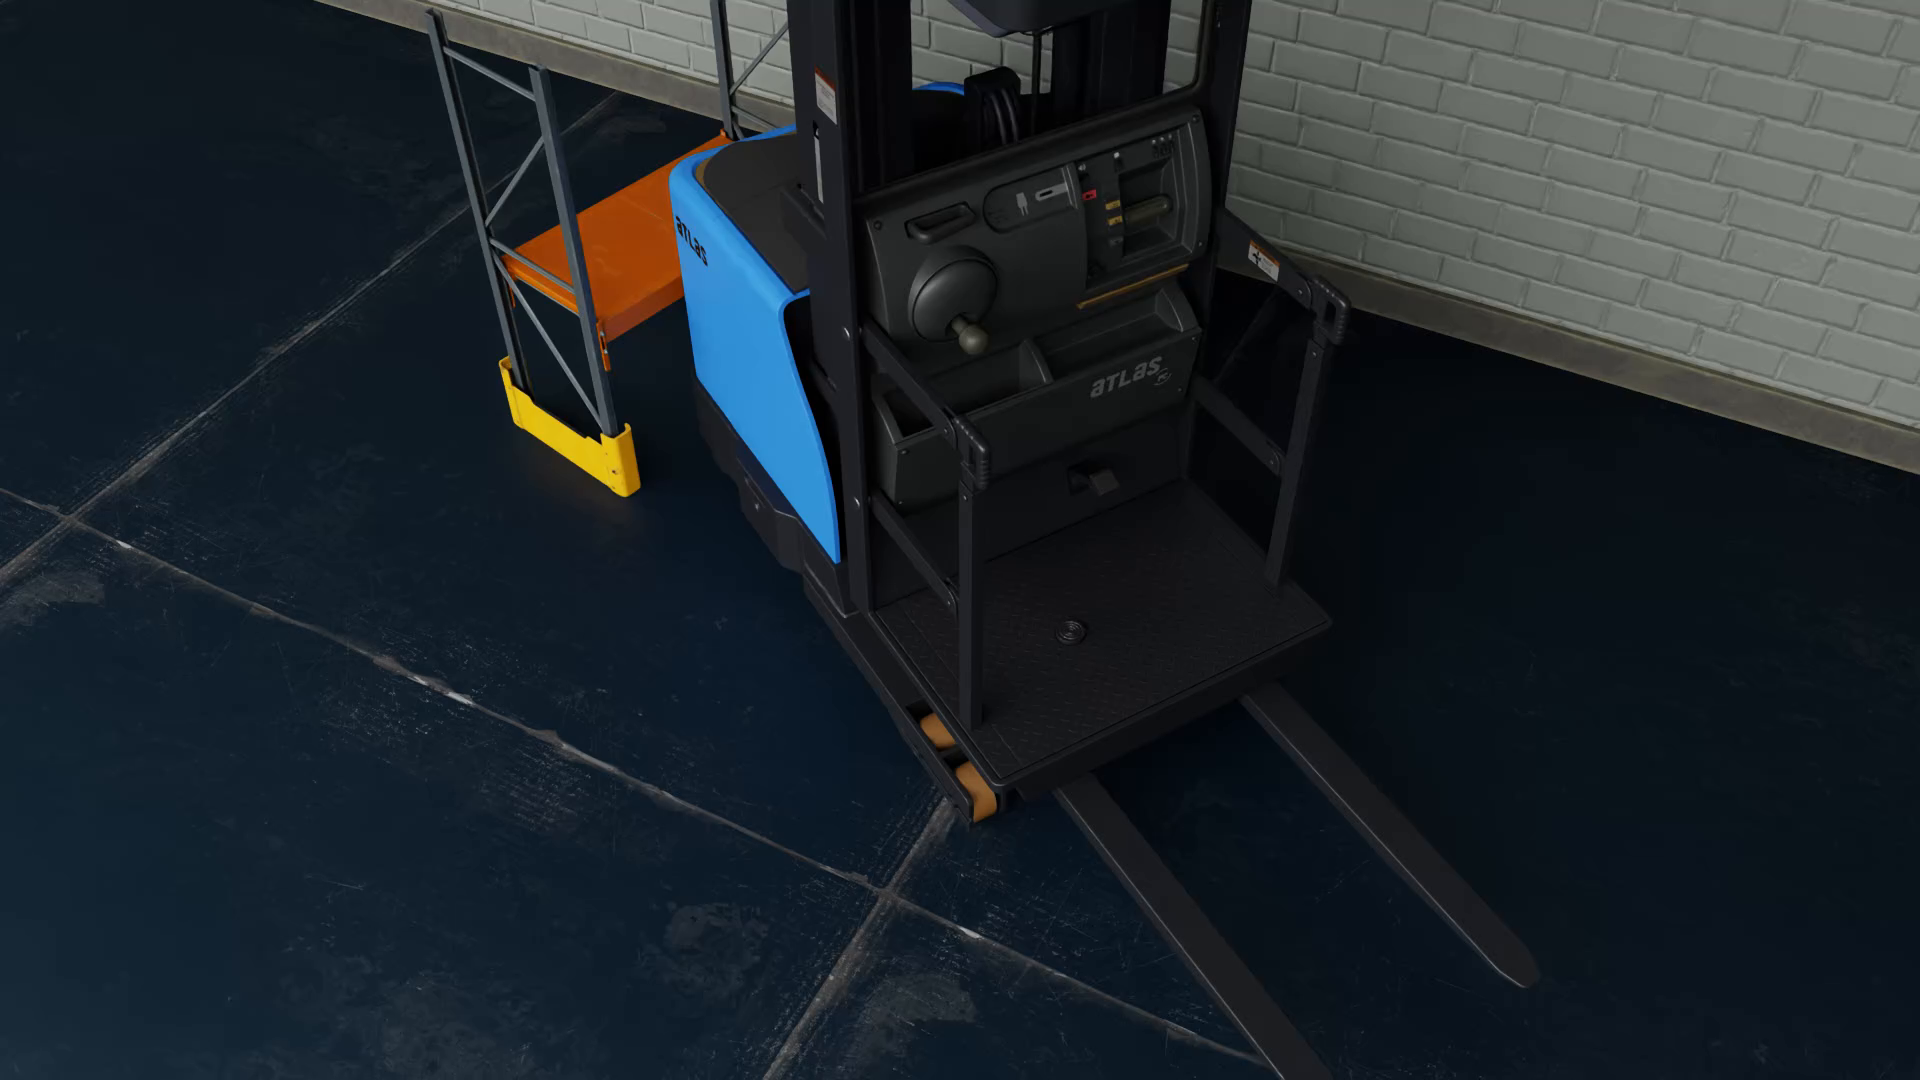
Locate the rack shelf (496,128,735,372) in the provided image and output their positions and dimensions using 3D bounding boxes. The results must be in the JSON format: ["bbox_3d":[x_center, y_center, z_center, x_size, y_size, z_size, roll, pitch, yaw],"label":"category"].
[{"bbox_3d":[-0.946,-0.966,5.403,0.538,0.185,1.000,32,53,28],"label":"rack shelf"}]

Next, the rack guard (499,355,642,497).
[{"bbox_3d":[-1.279,-0.381,5.450,0.587,0.250,0.087,32,53,28],"label":"rack guard"}]

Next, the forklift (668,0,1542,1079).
[{"bbox_3d":[0.316,-0.649,3.831,1.130,2.935,3.031,-23,50,-21],"label":"forklift"}]

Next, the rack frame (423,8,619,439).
[{"bbox_3d":[-1.280,-0.820,5.005,0.500,1.500,0.032,32,53,28],"label":"rack frame"}]

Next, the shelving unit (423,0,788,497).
[{"bbox_3d":[-0.952,-1.087,5.270,0.587,1.500,1.083,32,53,28],"label":"shelving unit"}]

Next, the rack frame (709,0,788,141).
[{"bbox_3d":[-0.612,-1.365,5.544,0.500,1.500,0.032,32,53,28],"label":"rack frame"}]
